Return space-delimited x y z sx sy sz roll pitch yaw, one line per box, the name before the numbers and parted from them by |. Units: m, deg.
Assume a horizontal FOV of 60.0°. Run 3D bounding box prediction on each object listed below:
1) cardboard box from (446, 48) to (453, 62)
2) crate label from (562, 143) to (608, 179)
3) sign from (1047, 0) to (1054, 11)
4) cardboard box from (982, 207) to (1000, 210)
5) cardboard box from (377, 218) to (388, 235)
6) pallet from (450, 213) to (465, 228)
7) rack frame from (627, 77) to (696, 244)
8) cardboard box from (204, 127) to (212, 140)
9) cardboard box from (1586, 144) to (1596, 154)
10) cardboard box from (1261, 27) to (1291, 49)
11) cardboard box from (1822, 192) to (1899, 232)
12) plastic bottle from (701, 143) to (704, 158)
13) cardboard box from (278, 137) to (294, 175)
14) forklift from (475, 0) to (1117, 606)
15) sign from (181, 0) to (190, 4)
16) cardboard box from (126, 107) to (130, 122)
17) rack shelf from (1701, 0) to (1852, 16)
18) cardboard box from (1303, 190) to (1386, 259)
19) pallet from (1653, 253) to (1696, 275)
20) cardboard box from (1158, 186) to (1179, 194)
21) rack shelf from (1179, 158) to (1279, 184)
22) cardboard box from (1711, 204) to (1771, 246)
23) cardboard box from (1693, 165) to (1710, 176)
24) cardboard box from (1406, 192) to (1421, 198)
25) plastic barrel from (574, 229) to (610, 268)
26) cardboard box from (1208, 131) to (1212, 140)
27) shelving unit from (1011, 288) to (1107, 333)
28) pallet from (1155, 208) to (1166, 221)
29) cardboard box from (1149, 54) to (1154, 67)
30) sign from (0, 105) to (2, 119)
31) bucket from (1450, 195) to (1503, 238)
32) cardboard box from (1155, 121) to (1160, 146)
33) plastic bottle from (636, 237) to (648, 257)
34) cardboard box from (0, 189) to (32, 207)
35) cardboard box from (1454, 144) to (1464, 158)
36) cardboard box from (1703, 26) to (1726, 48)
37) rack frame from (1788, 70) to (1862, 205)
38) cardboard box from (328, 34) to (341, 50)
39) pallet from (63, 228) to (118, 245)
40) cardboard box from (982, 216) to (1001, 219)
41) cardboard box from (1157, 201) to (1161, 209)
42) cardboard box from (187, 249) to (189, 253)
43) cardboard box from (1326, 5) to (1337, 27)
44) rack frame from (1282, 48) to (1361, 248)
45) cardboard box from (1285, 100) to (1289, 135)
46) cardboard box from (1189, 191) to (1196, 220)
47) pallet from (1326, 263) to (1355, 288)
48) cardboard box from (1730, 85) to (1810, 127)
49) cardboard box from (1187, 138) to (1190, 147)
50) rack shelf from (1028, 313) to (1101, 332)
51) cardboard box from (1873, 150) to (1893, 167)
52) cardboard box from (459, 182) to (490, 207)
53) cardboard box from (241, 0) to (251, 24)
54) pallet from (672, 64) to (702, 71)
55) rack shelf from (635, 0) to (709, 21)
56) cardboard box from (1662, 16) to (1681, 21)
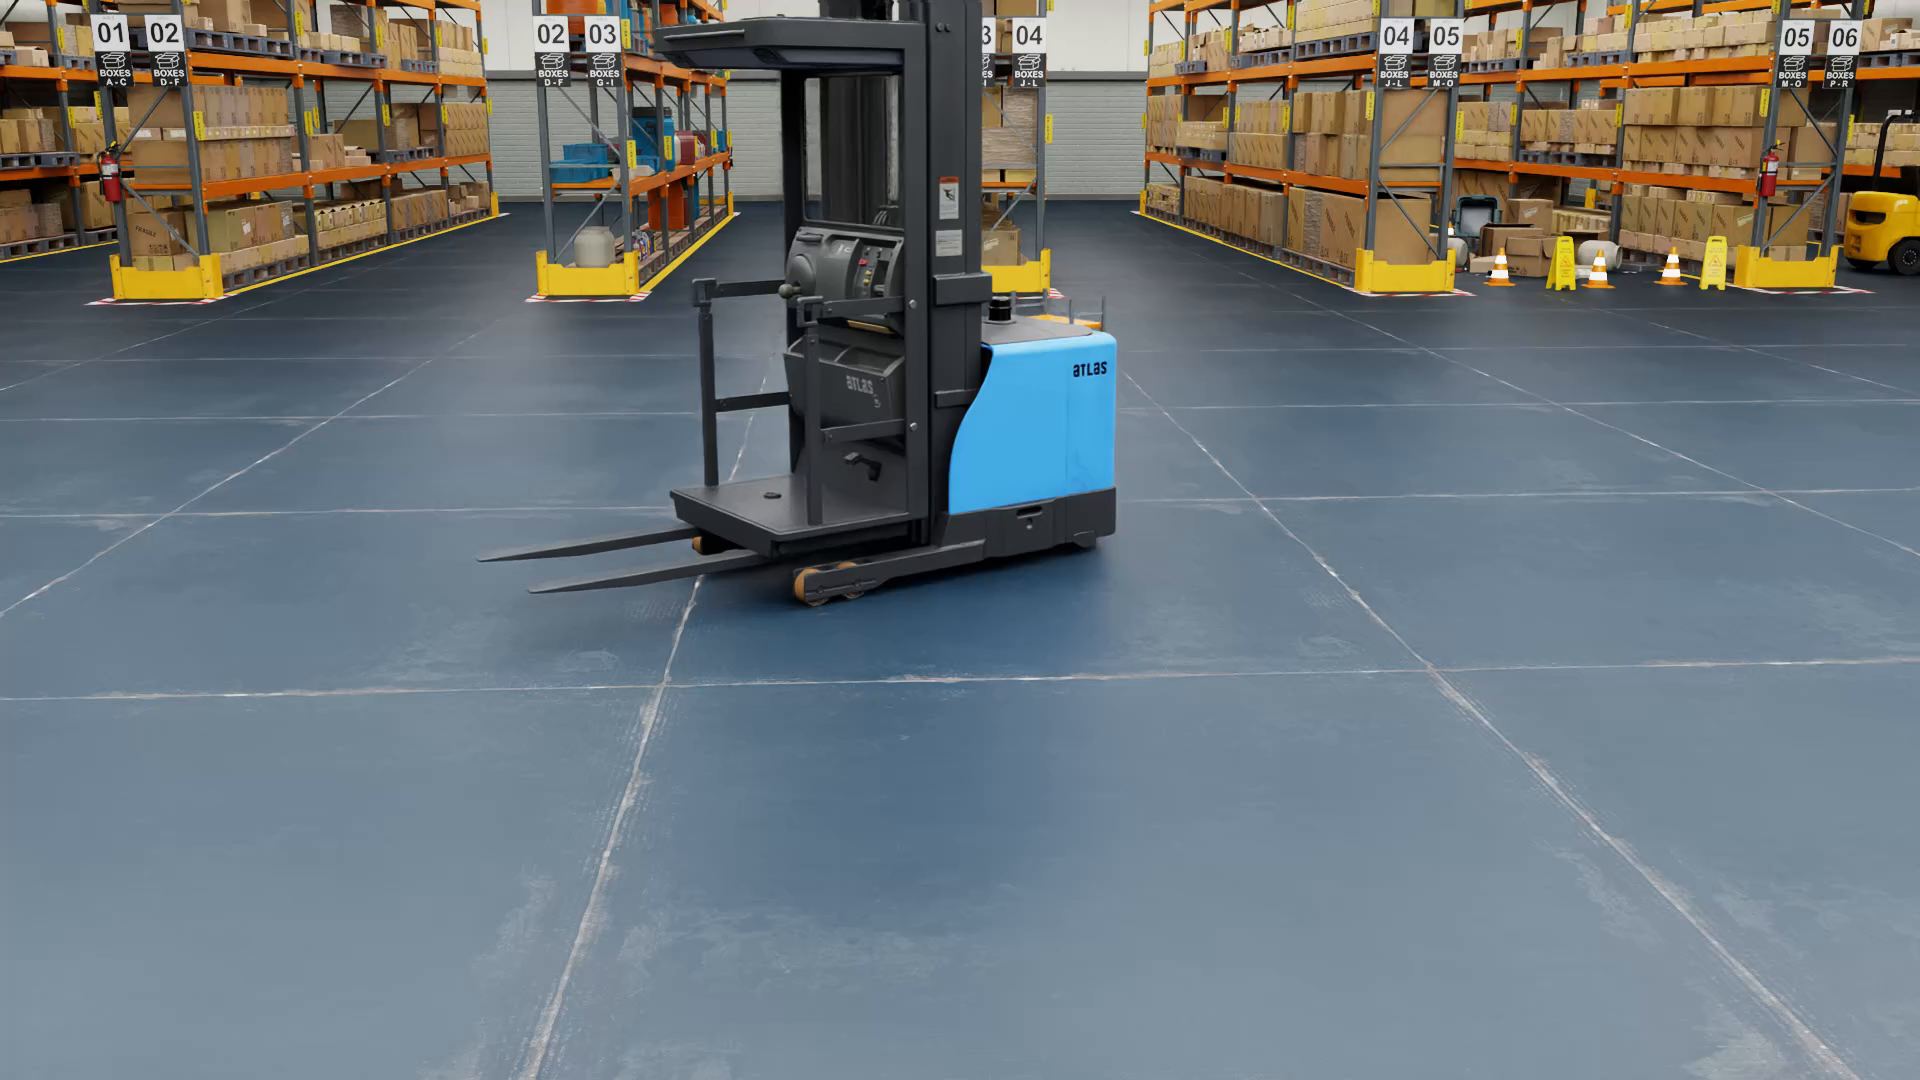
cardboard box | -9.933 -9.194 31.517 0.500 0.250 0.500 -1 14 -3
crate label | -4.814 -4.884 21.419 0.502 0.435 0.616 -1 14 -3
sign | 1.054 -6.375 19.508 0.100 0.325 0.005 -1 14 -3
cardboard box | 0.238 -4.759 25.138 0.700 0.500 0.500 -1 14 -4
cardboard box | -9.594 -5.072 26.897 0.500 0.250 0.500 -1 14 -2
pallet | -10.160 -6.143 31.978 1.003 0.211 1.213 -1 14 -3
rack frame | -4.926 -6.403 27.394 1.000 3.000 0.127 -1 14 -3
cardboard box | -9.203 -4.867 19.921 0.380 0.149 0.250 -1 14 -5
cardboard box | 9.798 -5.973 25.382 0.380 0.149 0.250 -1 14 -4
cardboard box | 4.894 -7.630 25.278 0.500 0.311 0.500 -1 14 -5
cardboard box | 14.936 -5.446 27.596 0.875 0.625 0.625 0 14 -2
plastic bottle | -4.767 -7.192 30.692 0.061 0.283 0.133 -1 14 -3
cardboard box | -9.589 -5.271 22.793 0.700 0.500 0.500 -1 14 -5
forklift | -0.711 -1.276 7.603 3.031 2.935 1.130 -10 18 -34
sign | -8.820 -6.260 18.902 0.100 0.325 0.005 -1 14 -3
cardboard box | -14.724 -7.444 29.096 0.500 0.250 0.500 -1 14 -2
rack shelf | 14.738 -9.571 29.912 1.077 0.370 4.000 -1 14 -3
cardboard box | 5.251 -4.329 22.754 0.875 0.875 0.875 -1 14 -3
pallet | 10.312 -3.817 22.938 1.003 0.211 1.213 -1 14 -3
cardboard box | 4.273 -7.169 34.055 0.380 0.149 0.250 -1 14 -3
rack shelf | 4.850 -6.680 29.914 1.077 0.370 4.000 -1 14 -3
cardboard box | 10.094 -4.073 21.508 0.500 0.500 0.500 -1 14 -3
cardboard box | 10.018 -4.928 22.165 0.380 0.149 0.250 -1 14 -4
cardboard box | 9.673 -6.971 33.898 0.875 0.438 0.875 -1 14 -5
plastic barrel | -4.548 -3.575 20.550 0.421 0.512 0.421 0 14 0
cardboard box | 4.471 -6.939 28.541 0.380 0.149 0.250 0 14 -1
shelving unit | 0.518 -0.720 8.918 0.258 1.200 0.503 -10 18 -35
pallet | 4.571 -6.646 33.934 1.003 0.211 1.213 -1 14 -3
cardboard box | 4.247 -10.027 34.757 0.500 0.250 0.500 -1 14 -3
sign | -15.368 -6.802 26.619 0.100 0.325 0.005 -1 14 -3
bucket | 7.531 -4.689 24.250 0.726 0.611 0.620 4 5 16
cardboard box | 4.307 -8.343 34.134 0.500 0.500 0.500 -1 14 -3
plastic bottle | -4.313 -3.978 22.552 0.152 0.276 0.135 -1 14 -2
cardboard box | -14.745 -5.295 25.715 0.500 0.250 0.500 -1 14 -2
cardboard box | 9.474 -7.185 30.733 0.500 0.250 0.500 -1 14 -4
cardboard box | 10.036 -6.544 21.627 0.500 0.250 0.500 0 14 -2
rack frame | 14.862 -6.710 28.587 1.000 3.000 0.127 -1 14 -3
cardboard box | -9.711 -7.527 25.198 0.500 0.250 0.500 -1 14 -5
pallet | -14.788 -5.097 27.913 1.003 0.211 1.213 -1 14 -3
cardboard box | 0.293 -4.235 23.142 0.500 0.500 0.500 4 15 14
cardboard box | 4.257 -6.892 34.173 0.380 0.149 0.250 -2 15 -6
cardboard box | -9.746 -3.463 20.641 0.500 0.250 0.500 -1 14 -3
cardboard box | 5.069 -6.810 21.614 0.500 0.250 0.500 -1 14 -3
rack frame | 5.222 -5.536 24.025 1.000 3.000 0.127 -1 14 -3
cardboard box | 5.185 -6.192 24.367 0.700 0.500 0.500 -1 14 -4
cardboard box | 4.542 -6.199 30.775 0.500 0.500 0.500 0 14 -1
pallet | 5.342 -3.389 21.274 1.003 0.211 1.213 -1 14 -3
cardboard box | 10.154 -5.444 20.859 0.700 0.500 0.500 -1 14 -5
cardboard box | 4.357 -7.246 30.330 0.380 0.149 0.250 -2 15 -6
rack shelf | 0.518 -1.101 8.820 0.258 0.148 0.480 -10 18 -35
cardboard box | 14.781 -6.013 26.178 0.500 0.250 0.500 -1 14 -3
cardboard box | -10.086 -7.188 34.579 0.500 0.500 0.500 -1 14 -3
cardboard box | -9.854 -6.976 22.275 0.500 0.500 0.500 0 14 1
pallet | -4.876 -7.956 27.789 1.003 0.211 1.213 -1 14 -3
rack shelf | -5.050 -9.264 28.719 1.077 0.370 4.000 -1 14 -3
cardboard box | 10.479 -7.739 25.020 0.500 0.250 0.500 -1 14 -5
